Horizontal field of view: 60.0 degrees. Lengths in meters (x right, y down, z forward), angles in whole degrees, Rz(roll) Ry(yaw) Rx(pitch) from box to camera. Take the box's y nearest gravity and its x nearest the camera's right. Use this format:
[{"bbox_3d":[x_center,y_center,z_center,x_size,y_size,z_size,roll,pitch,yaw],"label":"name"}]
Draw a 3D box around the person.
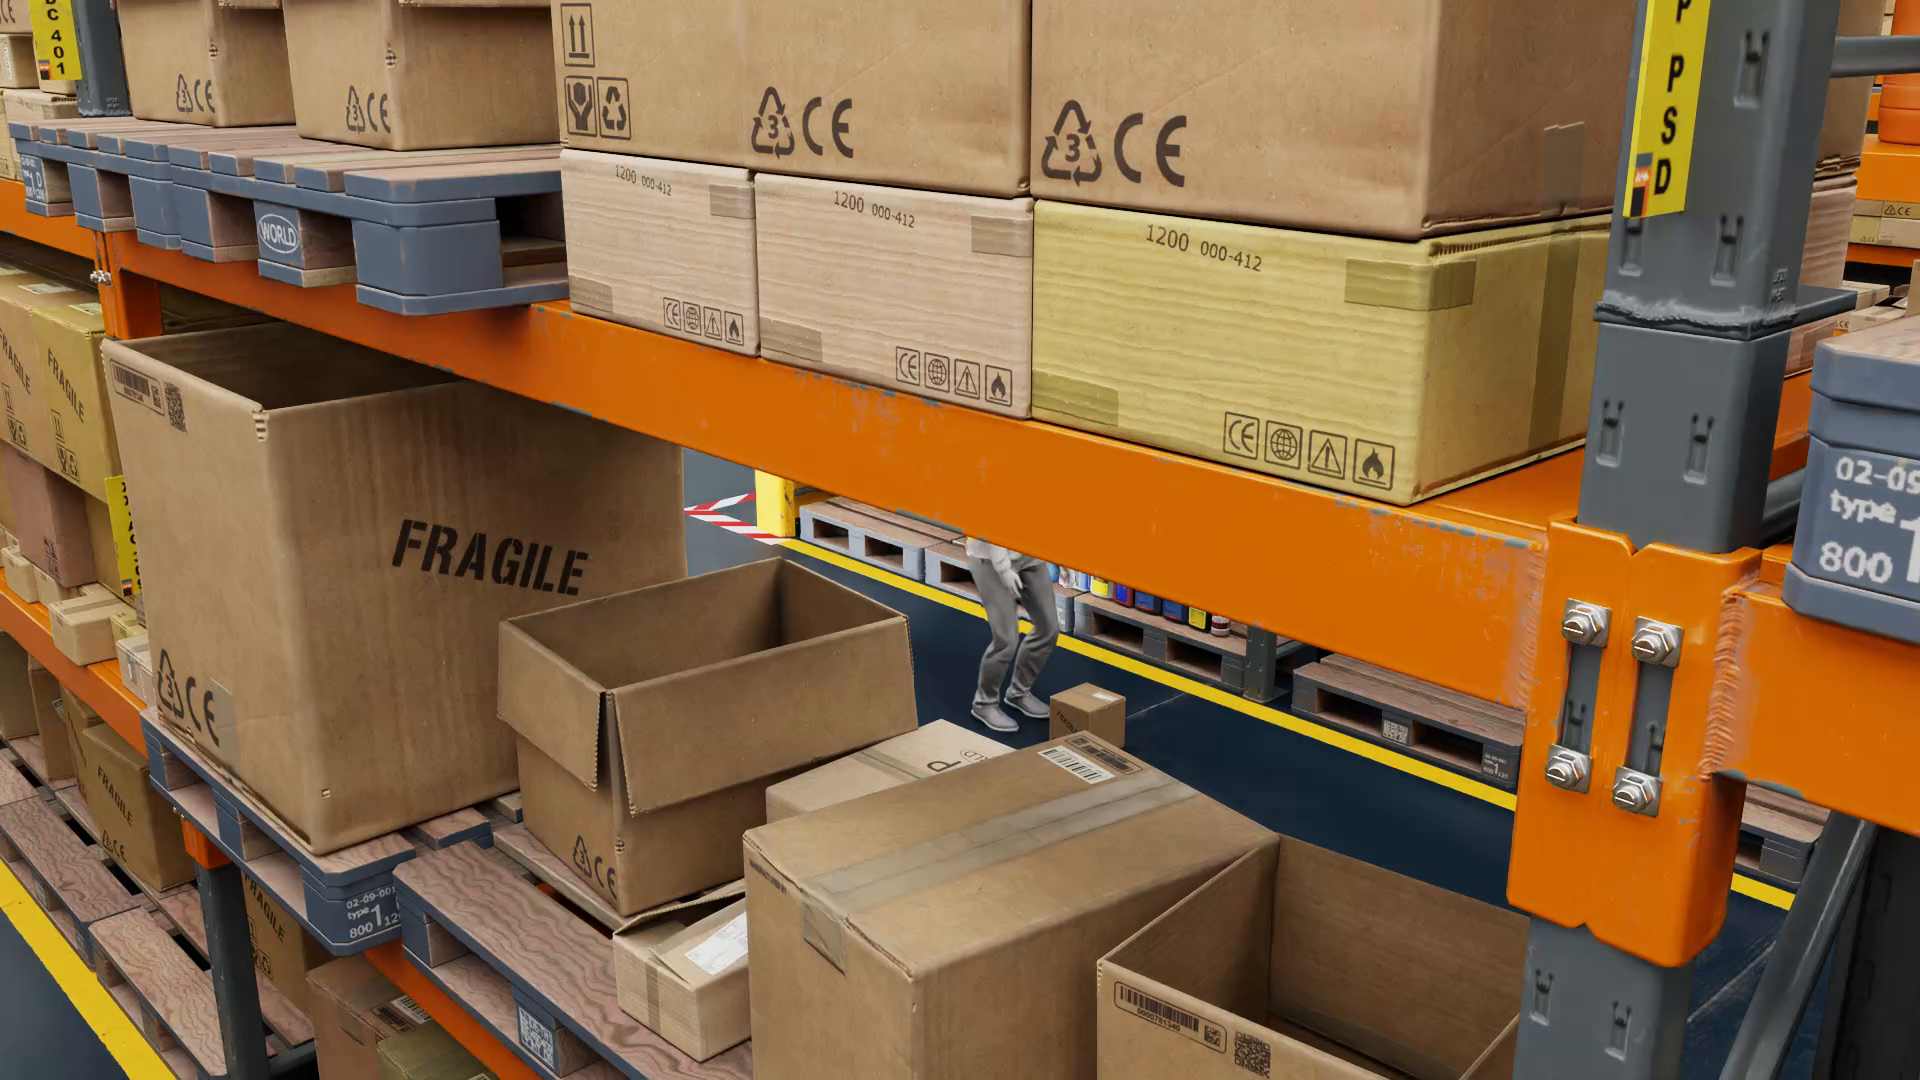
[{"bbox_3d":[0.294,0.101,7.847,0.508,1.604,0.485,-15,23,-40],"label":"person"}]
